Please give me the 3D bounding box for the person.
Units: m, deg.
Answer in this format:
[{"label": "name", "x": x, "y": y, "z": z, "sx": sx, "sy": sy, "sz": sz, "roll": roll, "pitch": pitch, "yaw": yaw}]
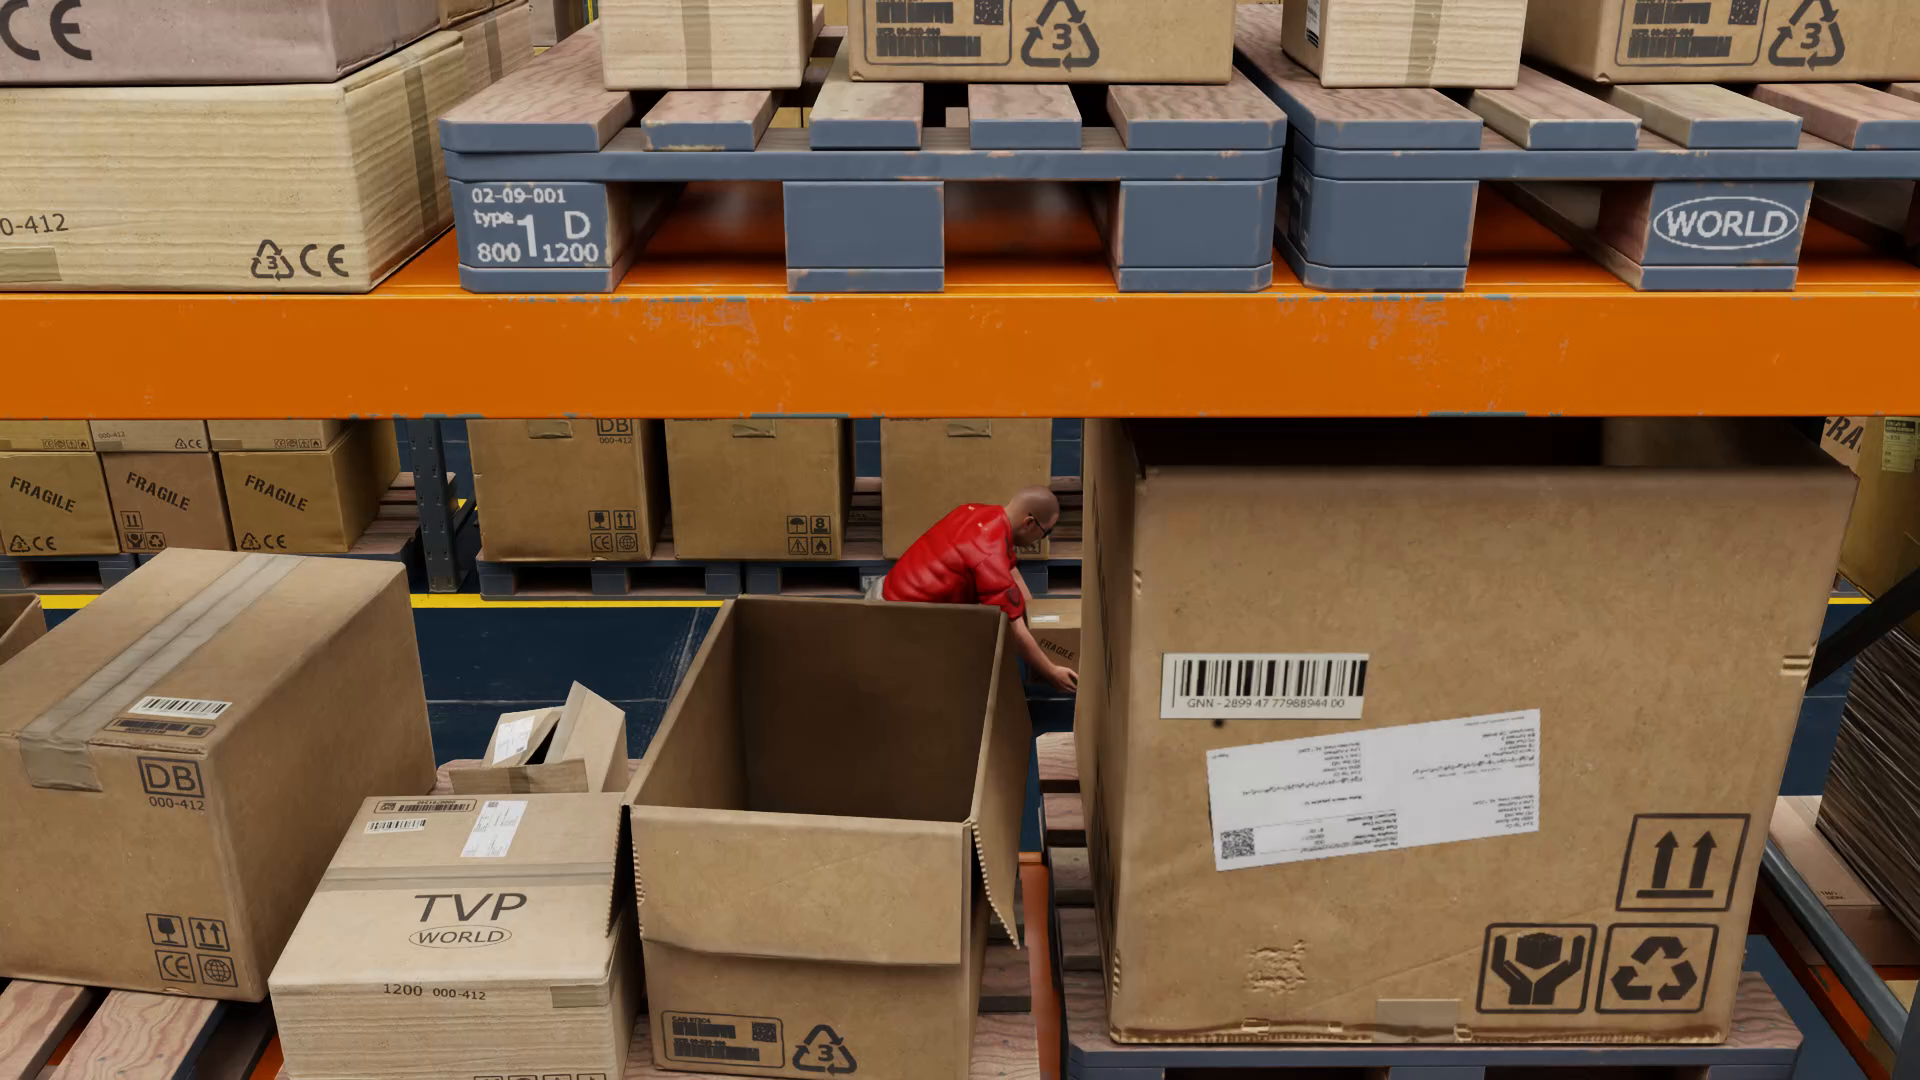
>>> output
[{"label": "person", "x": 0.037, "y": 0.262, "z": 6.496, "sx": 0.878, "sy": 0.959, "sz": 0.562, "roll": 0, "pitch": 24, "yaw": 0}]
